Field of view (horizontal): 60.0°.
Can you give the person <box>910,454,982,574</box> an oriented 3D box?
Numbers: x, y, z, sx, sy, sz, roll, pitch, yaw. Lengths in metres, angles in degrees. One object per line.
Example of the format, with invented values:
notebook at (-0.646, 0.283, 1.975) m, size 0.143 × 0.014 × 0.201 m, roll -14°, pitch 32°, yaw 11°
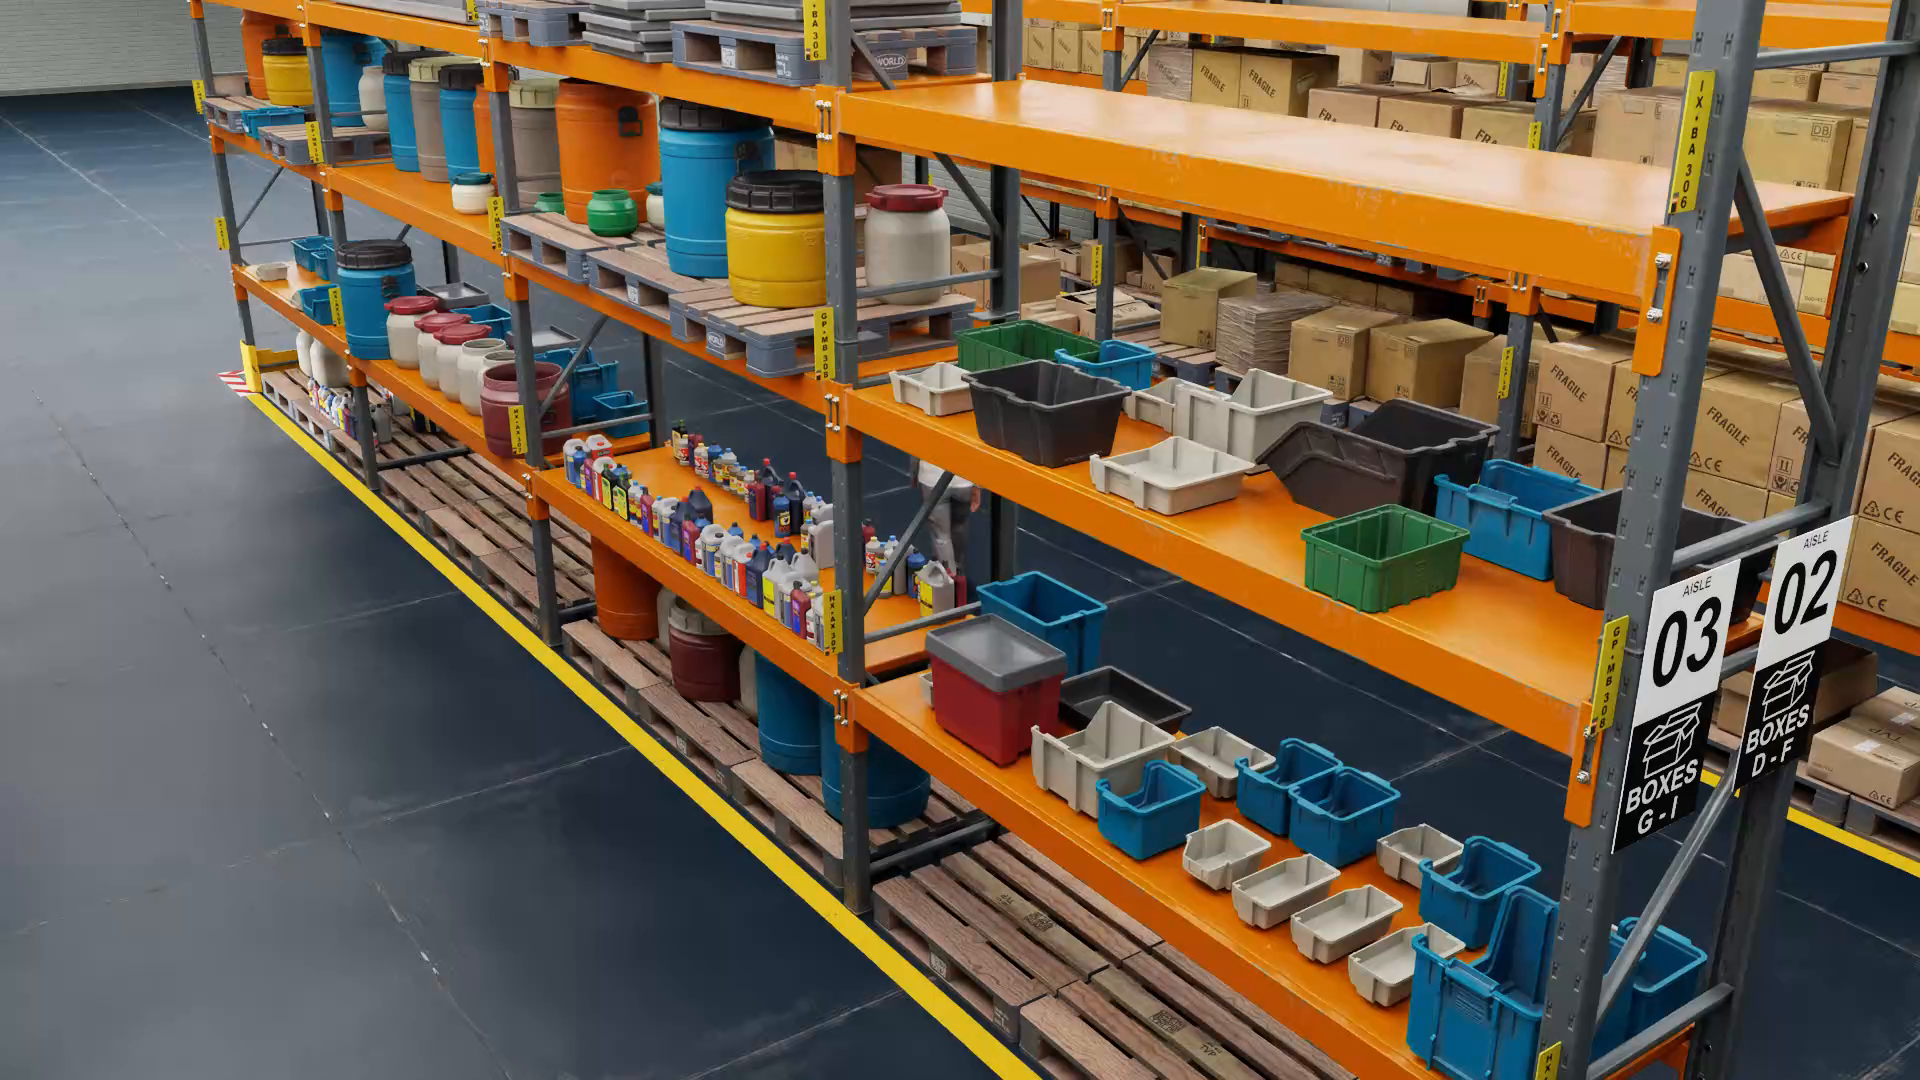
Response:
person at (-0.104, -0.450, 12.216) m, size 0.539 × 1.724 × 1.032 m, roll -4°, pitch 22°, yaw -11°
